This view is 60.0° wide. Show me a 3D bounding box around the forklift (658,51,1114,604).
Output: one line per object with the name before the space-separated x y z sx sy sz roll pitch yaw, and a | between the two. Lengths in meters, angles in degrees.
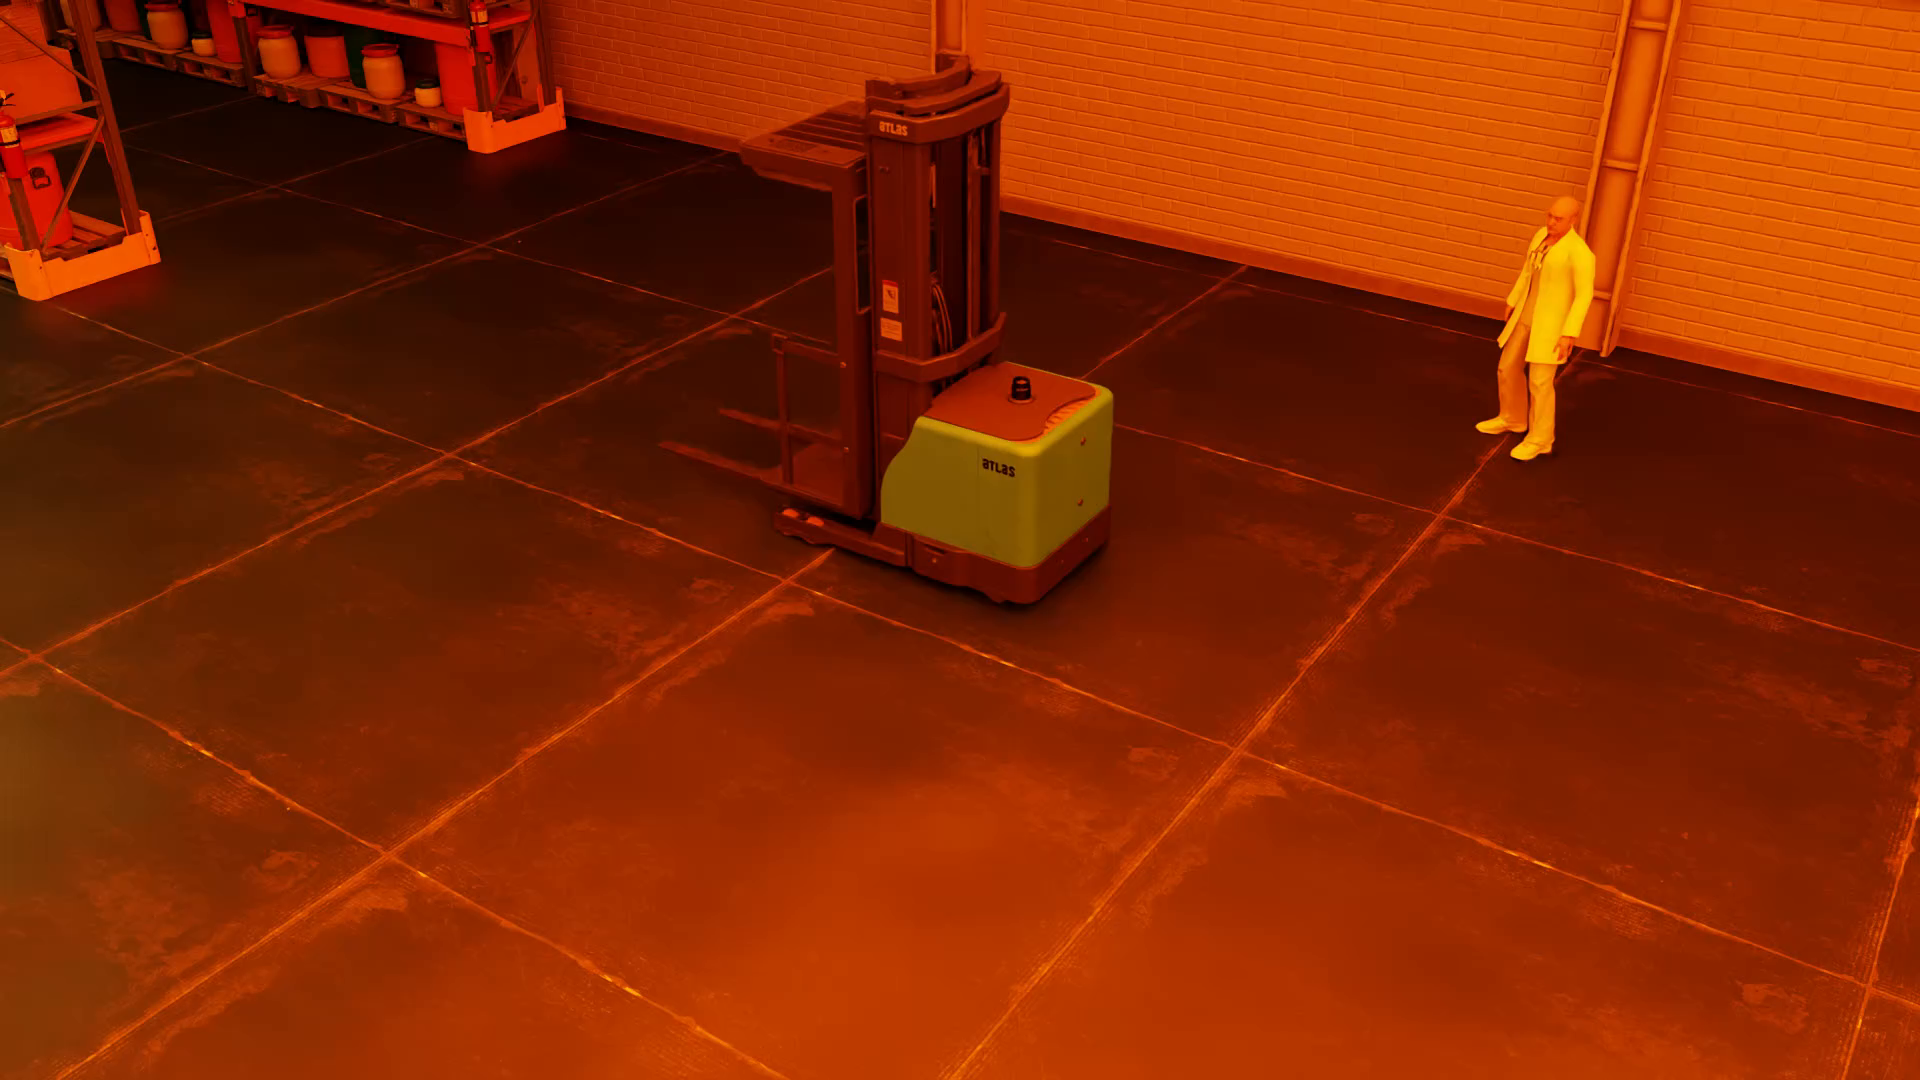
forklift | -0.581 -1.445 10.070 3.031 2.935 1.130 18 35 28

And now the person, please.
person | 3.903 -1.465 11.261 0.442 1.770 0.767 -11 32 -19
